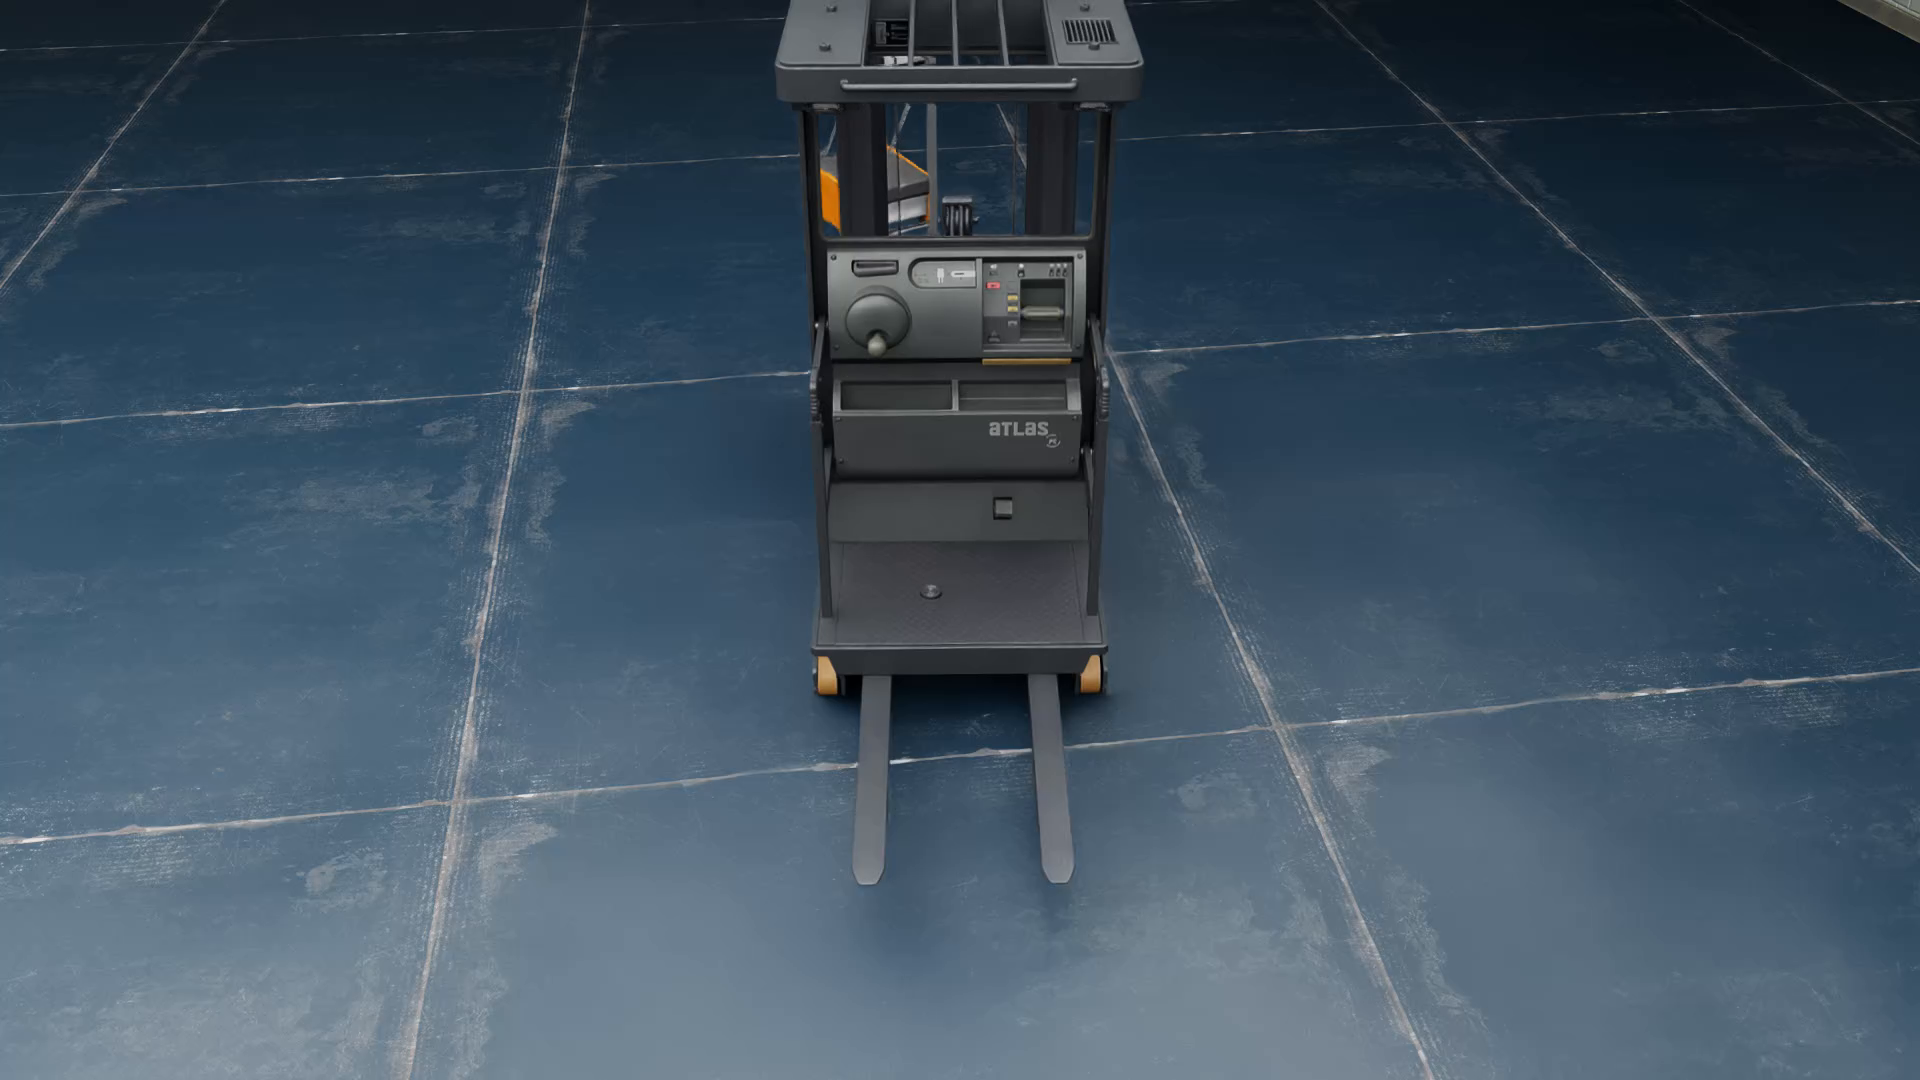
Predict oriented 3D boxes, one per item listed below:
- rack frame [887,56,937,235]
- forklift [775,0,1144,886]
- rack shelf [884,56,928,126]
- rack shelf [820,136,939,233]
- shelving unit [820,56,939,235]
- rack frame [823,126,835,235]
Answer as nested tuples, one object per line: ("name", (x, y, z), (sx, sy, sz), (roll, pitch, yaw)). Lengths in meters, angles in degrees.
("rack frame", (-0.278, -1.375, 7.403), (0.400, 2.100, 0.015), (-18, 38, -24))
("forklift", (-0.006, -0.792, 5.810), (1.130, 2.935, 3.031), (0, 34, -1))
("rack shelf", (-0.400, -2.061, 7.192), (0.431, 0.518, 0.480), (-18, 38, -24))
("rack shelf", (-0.400, -1.483, 7.586), (0.431, 0.518, 0.480), (-18, 38, -24))
("shelving unit", (-0.400, -1.494, 7.578), (0.431, 2.100, 0.503), (-18, 38, -24))
("rack frame", (-0.522, -1.613, 7.753), (0.400, 2.100, 0.015), (-18, 38, -24))
